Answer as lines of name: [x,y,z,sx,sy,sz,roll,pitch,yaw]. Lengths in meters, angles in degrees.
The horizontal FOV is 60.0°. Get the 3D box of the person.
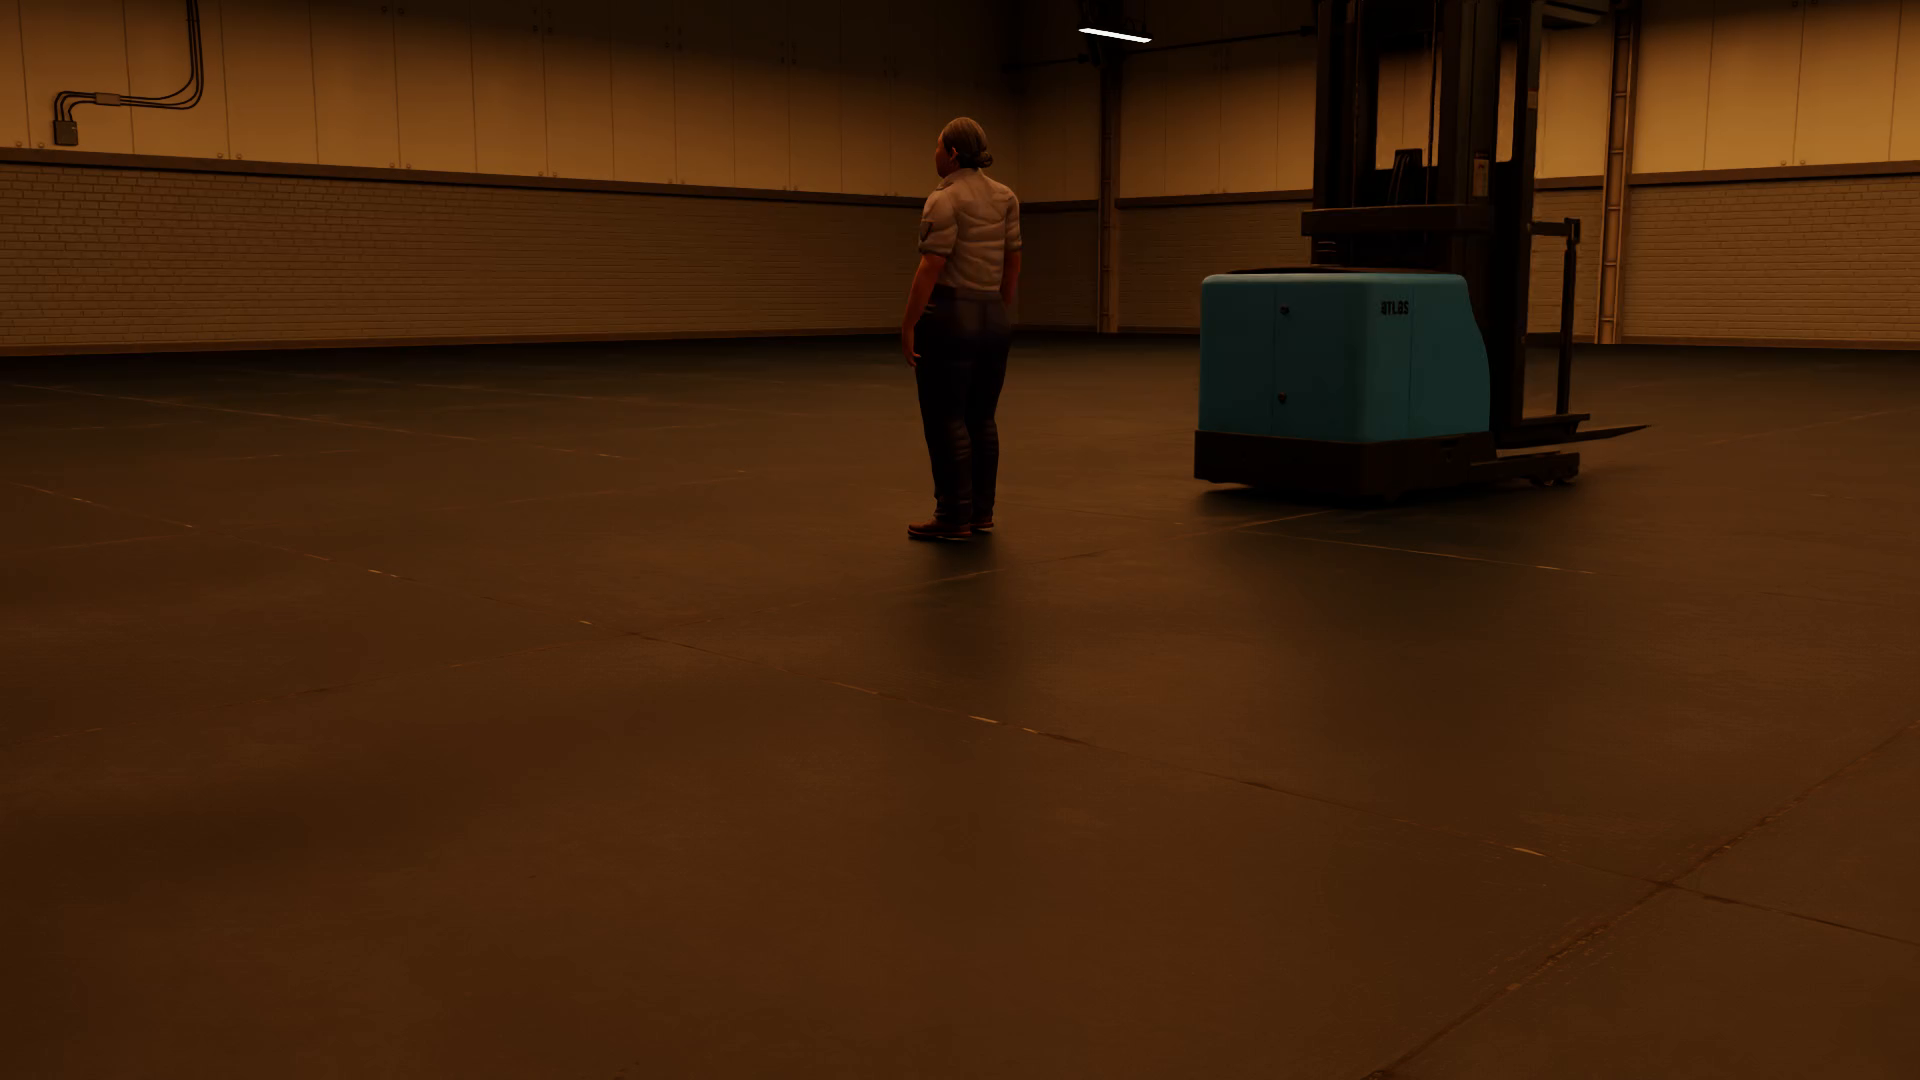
person: [-0.048,-0.831,6.672,0.503,1.643,0.598,8,12,43]

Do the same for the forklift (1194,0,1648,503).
forklift: [2.613,-1.779,8.691,3.031,2.935,1.130,-7,11,-40]
